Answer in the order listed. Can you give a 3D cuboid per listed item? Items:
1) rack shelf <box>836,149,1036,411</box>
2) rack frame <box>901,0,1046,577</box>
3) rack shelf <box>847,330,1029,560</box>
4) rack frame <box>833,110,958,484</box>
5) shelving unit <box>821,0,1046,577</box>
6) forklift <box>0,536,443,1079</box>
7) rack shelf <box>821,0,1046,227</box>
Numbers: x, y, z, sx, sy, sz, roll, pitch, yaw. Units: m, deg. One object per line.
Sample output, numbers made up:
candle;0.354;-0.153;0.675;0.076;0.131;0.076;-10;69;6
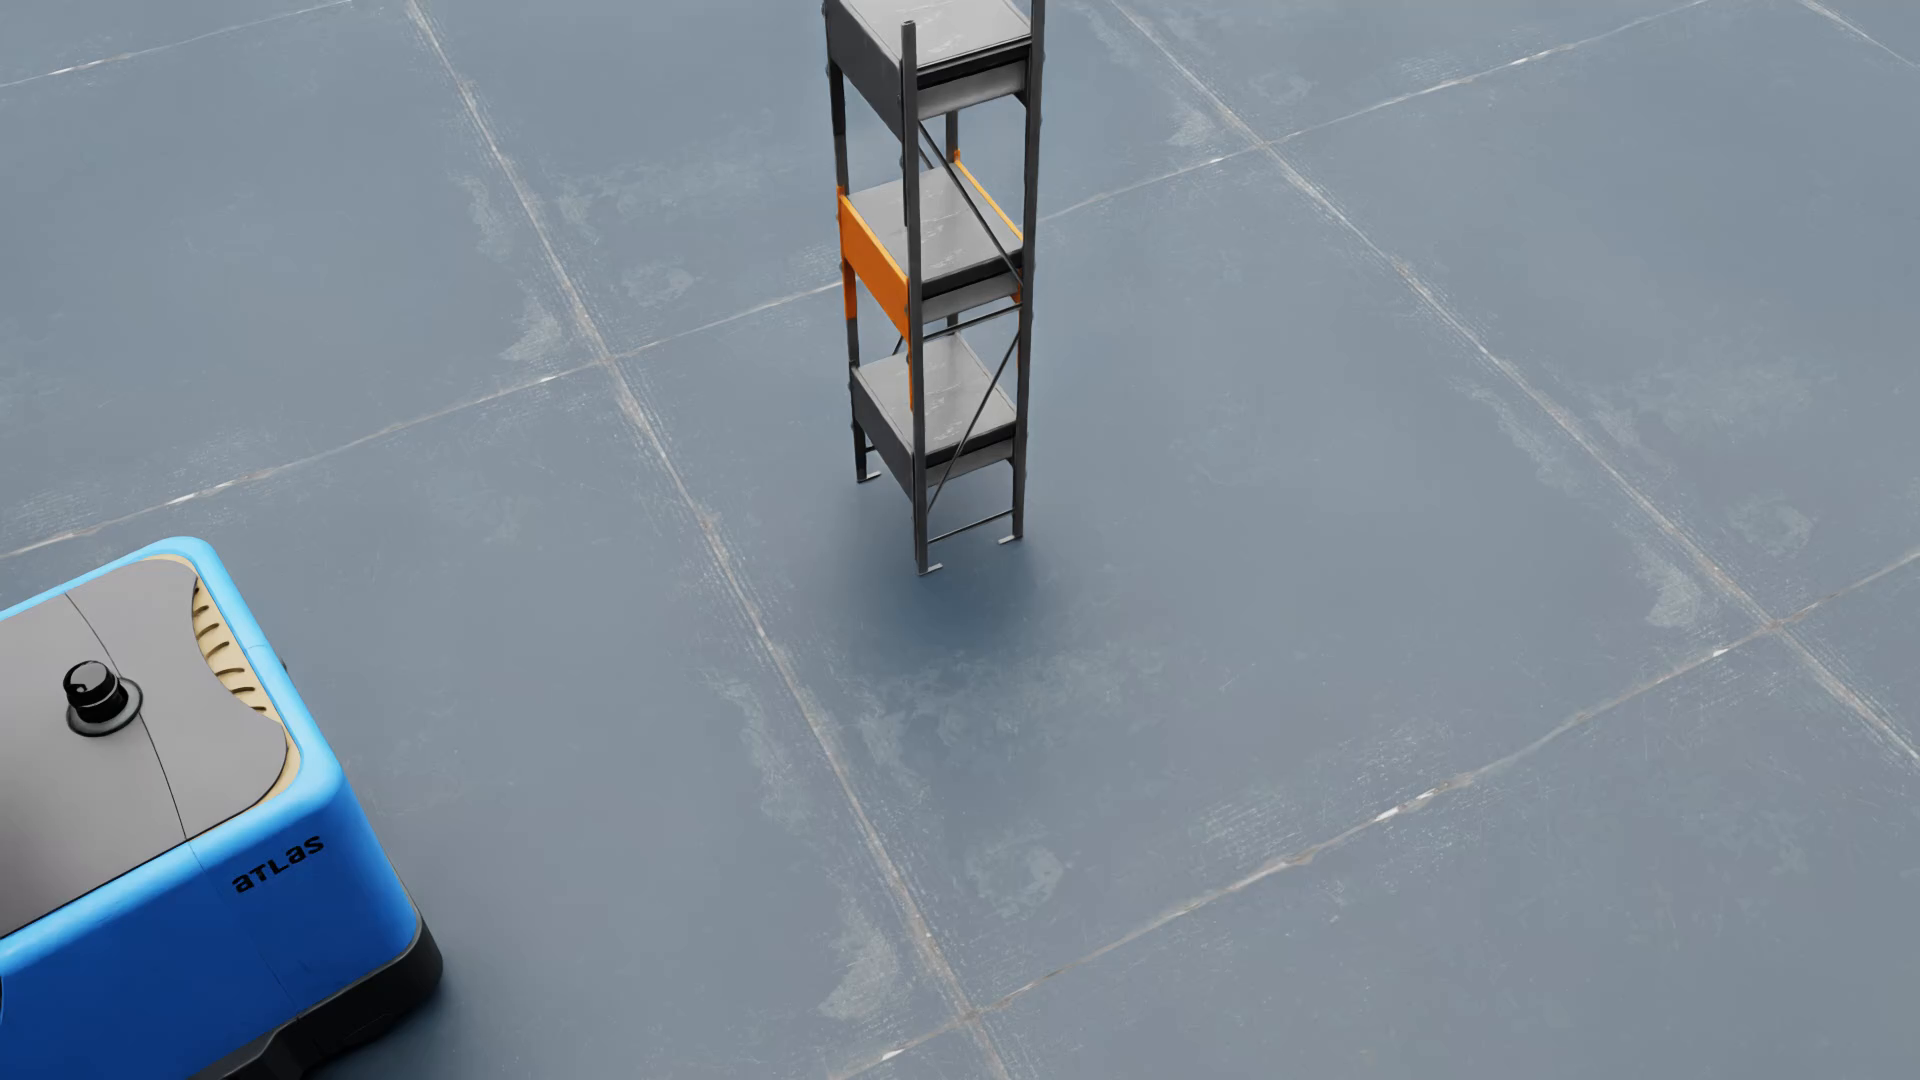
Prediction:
rack shelf;-0.076;-0.793;5.067;0.431;0.518;0.480;-21;52;-18
rack frame;0.036;-0.639;4.914;0.400;2.100;0.015;-21;52;-18
rack shelf;-0.076;-0.332;5.594;0.431;0.518;0.480;-21;52;-18
rack frame;-0.187;-0.965;5.199;0.400;2.100;0.015;-21;52;-18
shelving unit;-0.076;-0.802;5.057;0.431;2.100;0.503;-21;52;-18
forklift;-2.921;0.657;3.228;3.031;2.935;1.130;-29;55;-23
rack shelf;-0.076;-1.254;4.540;0.431;0.518;0.480;-21;52;-18
